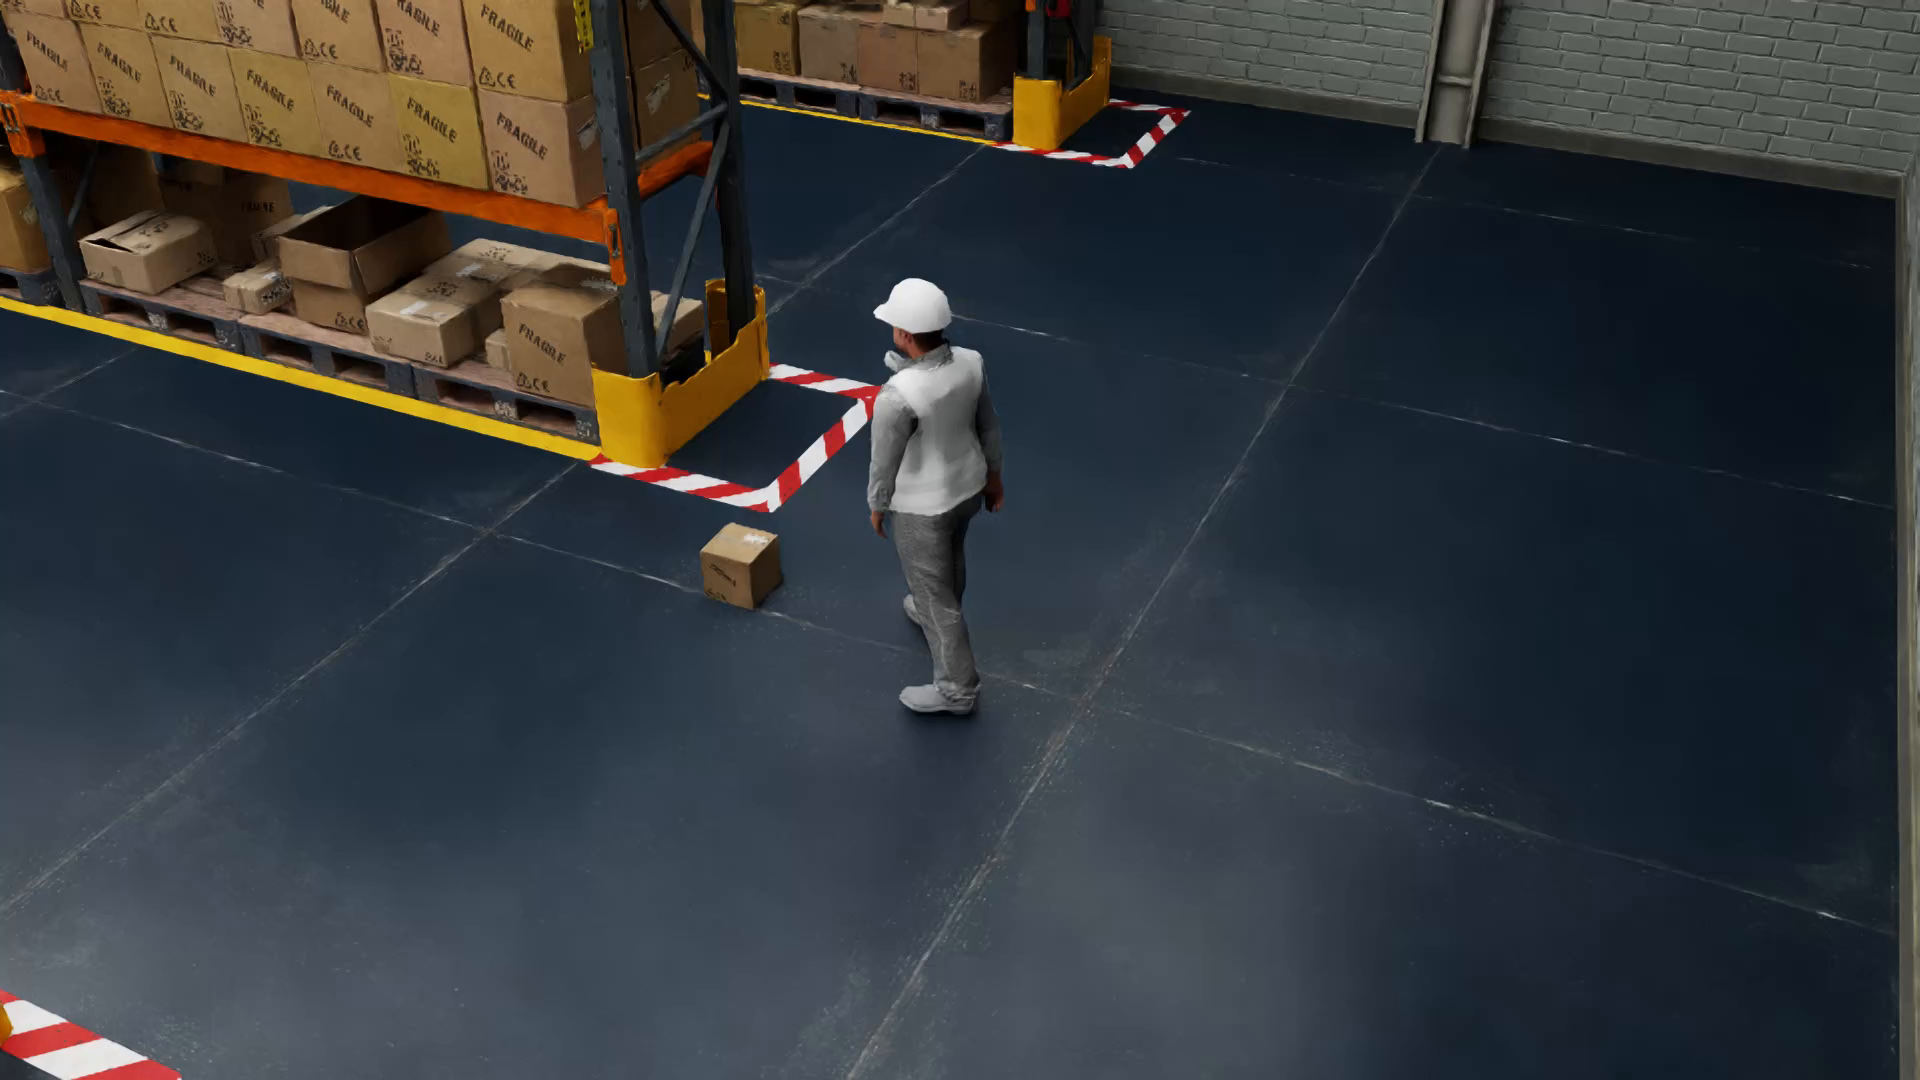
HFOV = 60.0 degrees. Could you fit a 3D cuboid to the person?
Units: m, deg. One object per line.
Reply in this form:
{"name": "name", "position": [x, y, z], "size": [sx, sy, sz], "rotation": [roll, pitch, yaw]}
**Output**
{"name": "person", "position": [-0.124, -0.207, 6.419], "size": [0.680, 1.758, 0.613], "rotation": [24, 40, 31]}
